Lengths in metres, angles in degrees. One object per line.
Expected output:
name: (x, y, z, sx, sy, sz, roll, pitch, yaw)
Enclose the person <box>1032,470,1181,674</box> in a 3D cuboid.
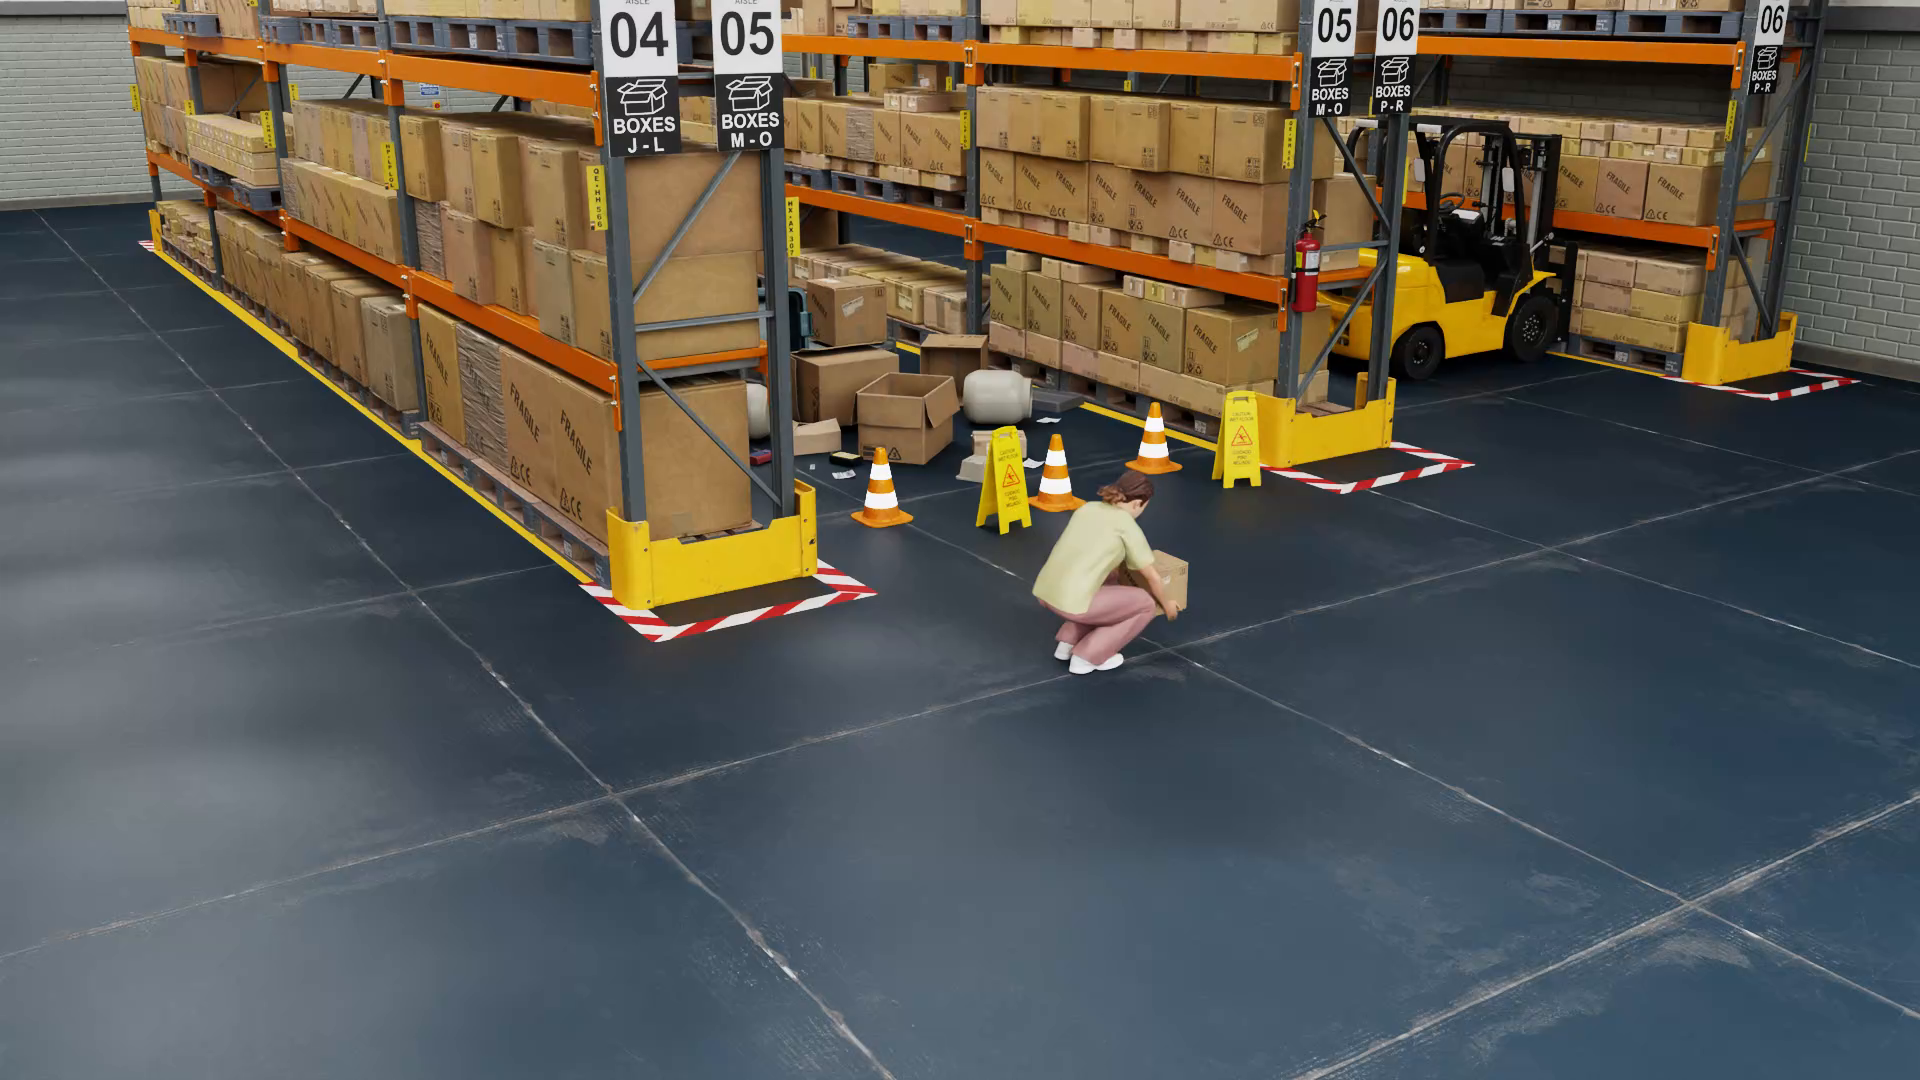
person: (0.726, 0.158, 8.318, 0.788, 0.911, 0.473, -12, 22, -32)
